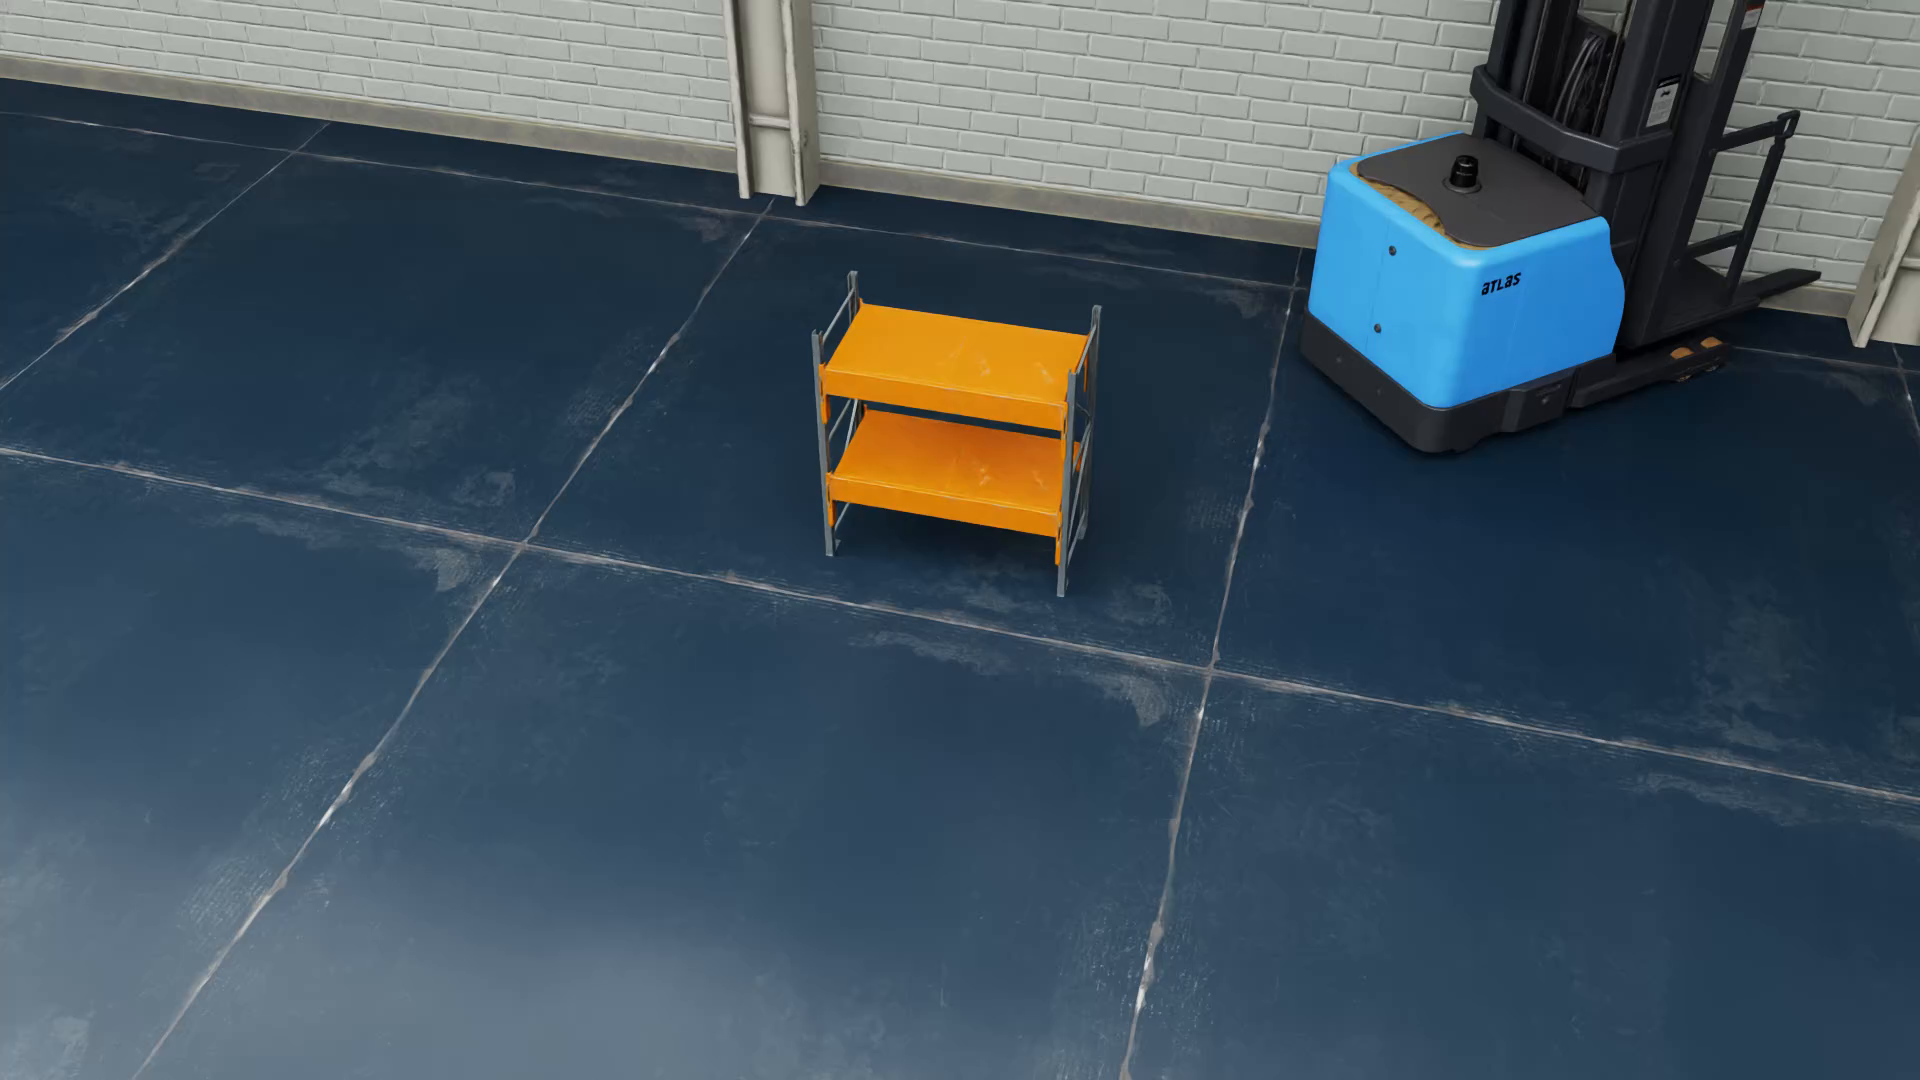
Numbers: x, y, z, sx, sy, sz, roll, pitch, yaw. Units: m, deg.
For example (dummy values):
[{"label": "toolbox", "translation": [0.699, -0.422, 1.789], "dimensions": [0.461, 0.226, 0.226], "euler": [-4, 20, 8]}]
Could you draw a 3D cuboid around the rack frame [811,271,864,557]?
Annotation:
[{"label": "rack frame", "translation": [-0.498, -0.516, 6.990], "dimensions": [0.032, 1.125, 0.500], "euler": [10, 41, 11]}]

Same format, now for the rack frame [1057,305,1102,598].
[{"label": "rack frame", "translation": [0.485, -0.347, 6.789], "dimensions": [0.032, 1.125, 0.500], "euler": [10, 41, 11]}]

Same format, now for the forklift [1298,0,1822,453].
[{"label": "forklift", "translation": [3.232, -2.186, 7.574], "dimensions": [3.031, 2.935, 1.130], "euler": [-18, 43, -20]}]

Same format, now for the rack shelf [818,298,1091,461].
[{"label": "rack shelf", "translation": [-0.007, -0.656, 6.701], "dimensions": [1.000, 0.278, 0.538], "euler": [10, 41, 11]}]

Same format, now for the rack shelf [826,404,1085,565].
[{"label": "rack shelf", "translation": [-0.007, -0.245, 7.047], "dimensions": [1.000, 0.278, 0.538], "euler": [10, 41, 11]}]

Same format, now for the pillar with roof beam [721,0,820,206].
[{"label": "pillar with roof beam", "translation": [-2.154, -2.812, 3.601], "dimensions": [0.400, 9.000, 9.100], "euler": [10, 41, 11]}]

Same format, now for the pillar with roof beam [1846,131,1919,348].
[{"label": "pillar with roof beam", "translation": [3.642, -1.814, 2.413], "dimensions": [0.400, 9.000, 9.100], "euler": [10, 41, 11]}]

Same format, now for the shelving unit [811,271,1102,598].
[{"label": "shelving unit", "translation": [-0.007, -0.432, 6.890], "dimensions": [1.048, 1.125, 0.538], "euler": [10, 41, 11]}]
